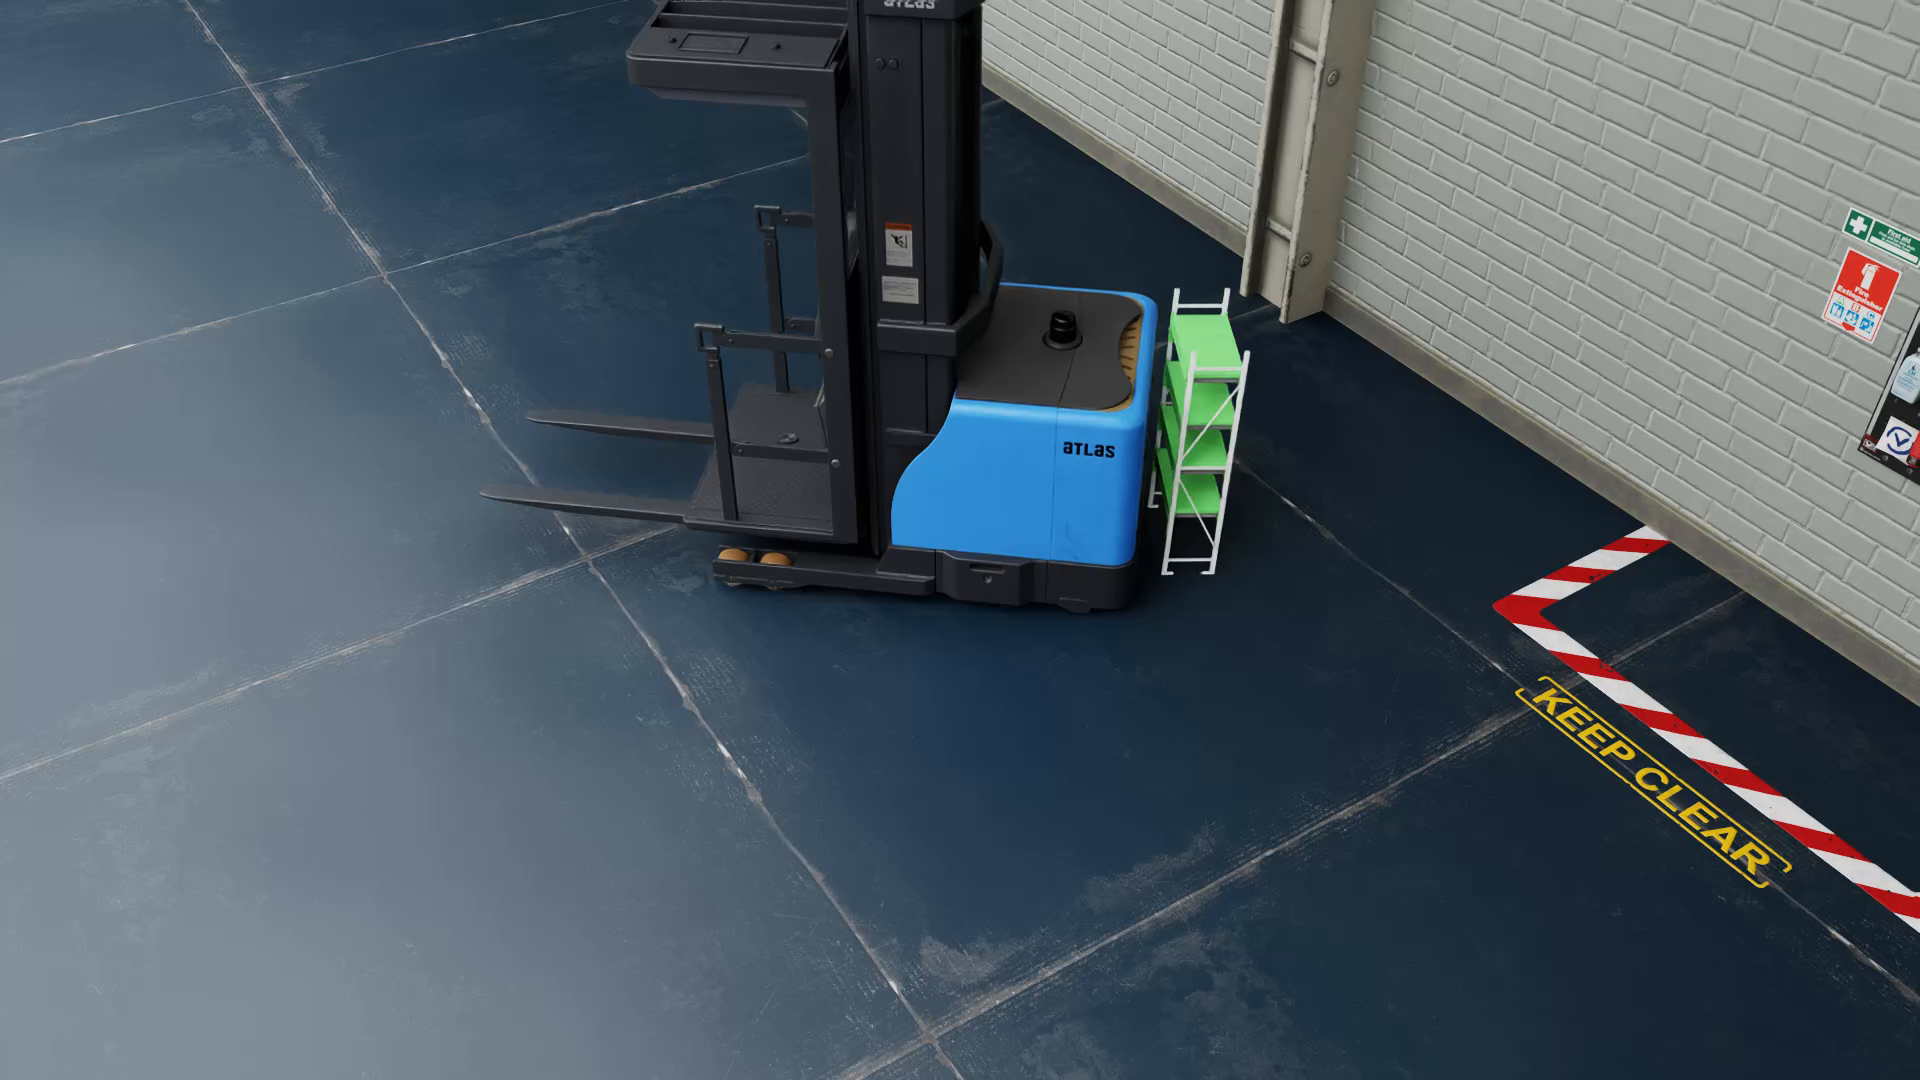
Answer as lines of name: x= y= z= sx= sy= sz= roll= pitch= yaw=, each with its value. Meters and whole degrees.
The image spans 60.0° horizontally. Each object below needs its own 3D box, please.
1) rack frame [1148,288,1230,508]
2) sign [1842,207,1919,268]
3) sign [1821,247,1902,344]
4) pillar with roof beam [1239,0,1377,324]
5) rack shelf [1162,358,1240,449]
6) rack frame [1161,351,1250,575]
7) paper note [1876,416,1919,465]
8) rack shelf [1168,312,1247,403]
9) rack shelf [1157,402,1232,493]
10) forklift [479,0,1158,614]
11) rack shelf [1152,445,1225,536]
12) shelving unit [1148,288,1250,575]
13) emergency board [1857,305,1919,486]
rack frame: x=1.030 y=-0.620 z=7.551 sx=0.240 sy=1.200 sz=0.015 roll=0 pitch=40 yaw=-3
sign: x=3.531 y=-1.157 z=6.353 sx=0.001 sy=0.109 sz=0.331 roll=-22 pitch=45 yaw=-24
sign: x=3.536 y=-0.959 z=6.530 sx=0.001 sy=0.329 sz=0.234 roll=-22 pitch=45 yaw=-24
pillar with roof beam: x=-1.813 y=-3.326 z=4.712 sx=9.100 sy=9.000 sz=0.400 roll=-22 pitch=45 yaw=-24
rack shelf: x=1.045 y=-0.599 z=7.252 sx=0.258 sy=0.148 sz=0.480 roll=0 pitch=40 yaw=-3
rack frame: x=1.051 y=-0.308 z=7.177 sx=0.240 sy=1.200 sz=0.015 roll=0 pitch=40 yaw=-3
paper note: x=3.710 y=-0.392 z=6.566 sx=0.016 sy=0.148 sz=0.142 roll=-22 pitch=45 yaw=-24
rack shelf: x=1.051 y=-0.784 z=7.098 sx=0.258 sy=0.148 sz=0.480 roll=0 pitch=40 yaw=-3
rack shelf: x=1.039 y=-0.415 z=7.405 sx=0.258 sy=0.148 sz=0.480 roll=0 pitch=40 yaw=-3
forklift: x=-0.669 y=-1.233 z=6.940 sx=3.031 sy=2.935 sz=1.130 roll=5 pitch=40 yaw=7
rack shelf: x=1.033 y=-0.230 z=7.558 sx=0.258 sy=0.148 sz=0.480 roll=0 pitch=40 yaw=-3
shelving unit: x=1.041 y=-0.464 z=7.364 sx=0.258 sy=1.200 sz=0.503 roll=0 pitch=40 yaw=-3
emergency board: x=3.747 y=-0.611 z=6.140 sx=0.194 sy=1.169 sz=0.643 roll=-22 pitch=45 yaw=-24
